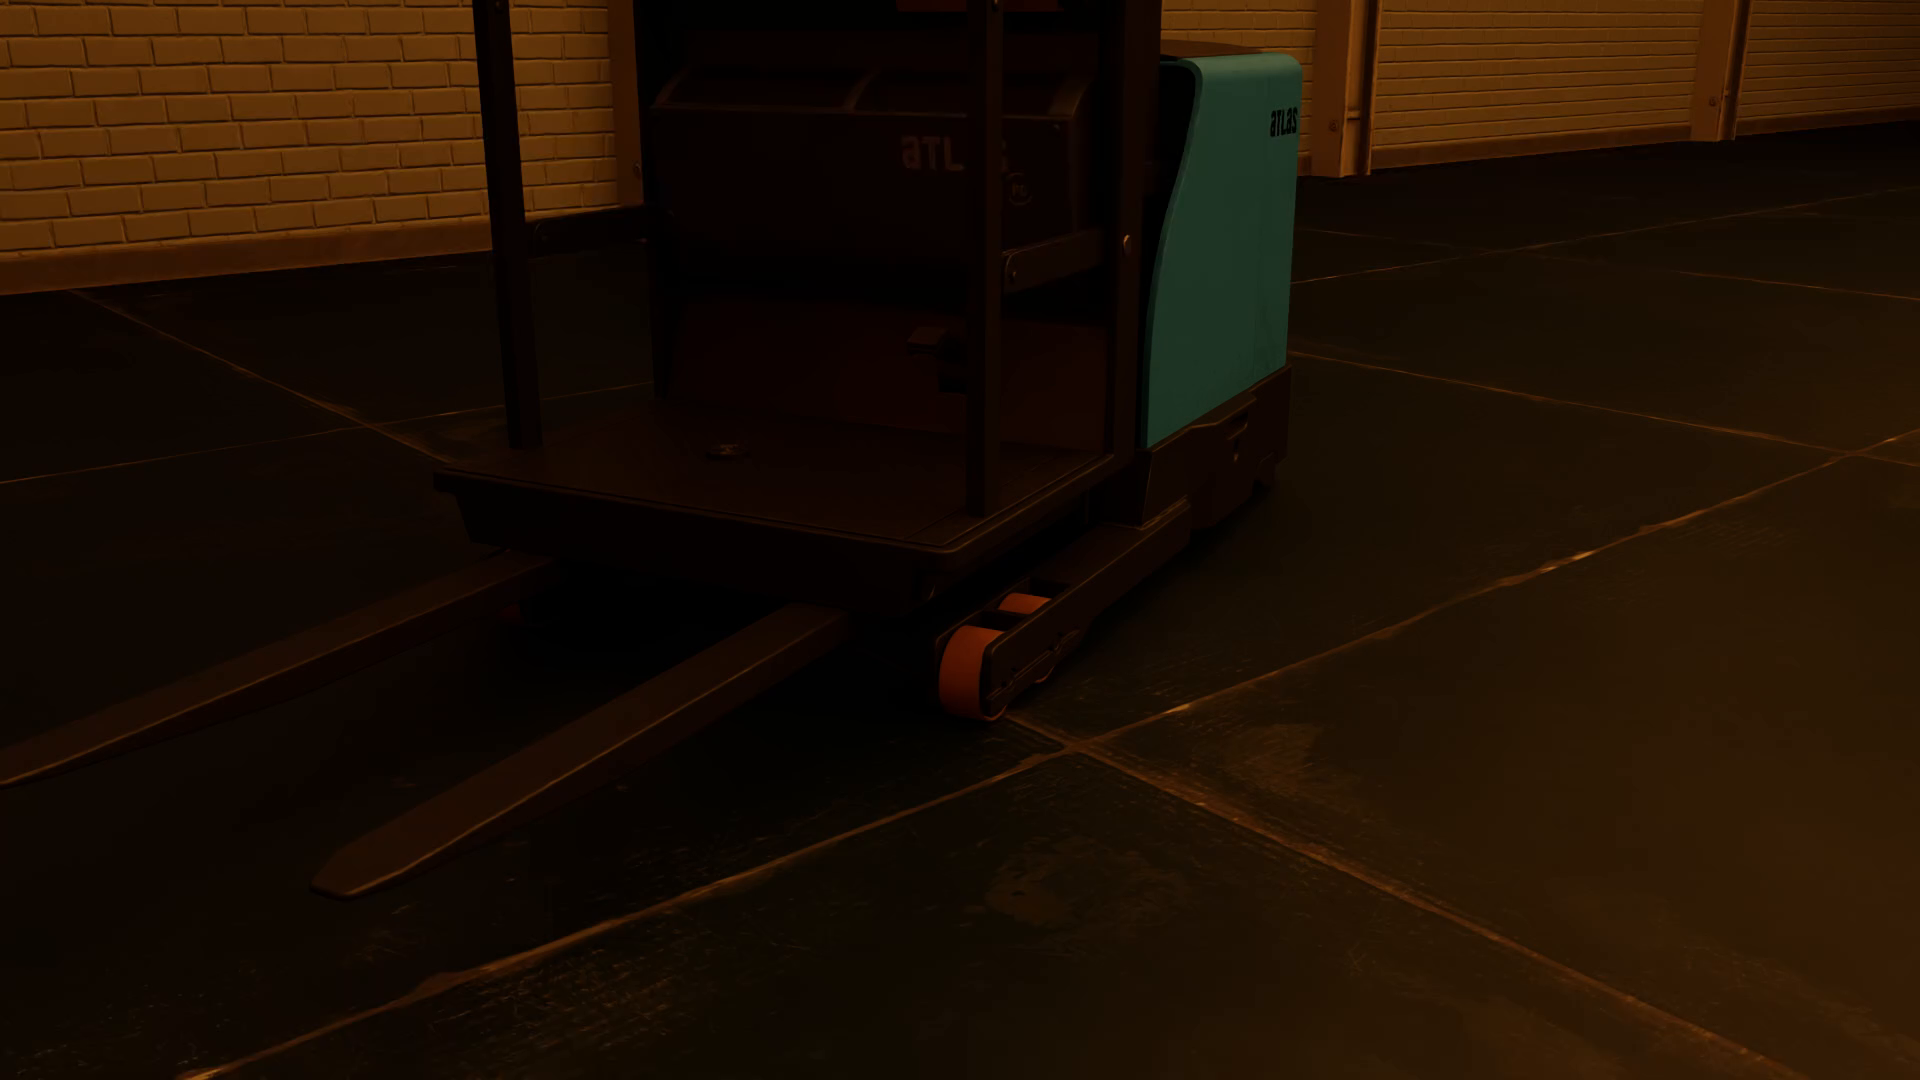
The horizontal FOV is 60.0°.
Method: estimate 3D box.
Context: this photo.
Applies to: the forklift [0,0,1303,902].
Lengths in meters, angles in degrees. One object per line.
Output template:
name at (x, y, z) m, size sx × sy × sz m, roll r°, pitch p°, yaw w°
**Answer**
forklift at (-0.280, -1.237, 2.895) m, size 1.130 × 2.935 × 3.031 m, roll 9°, pitch 19°, yaw 26°
